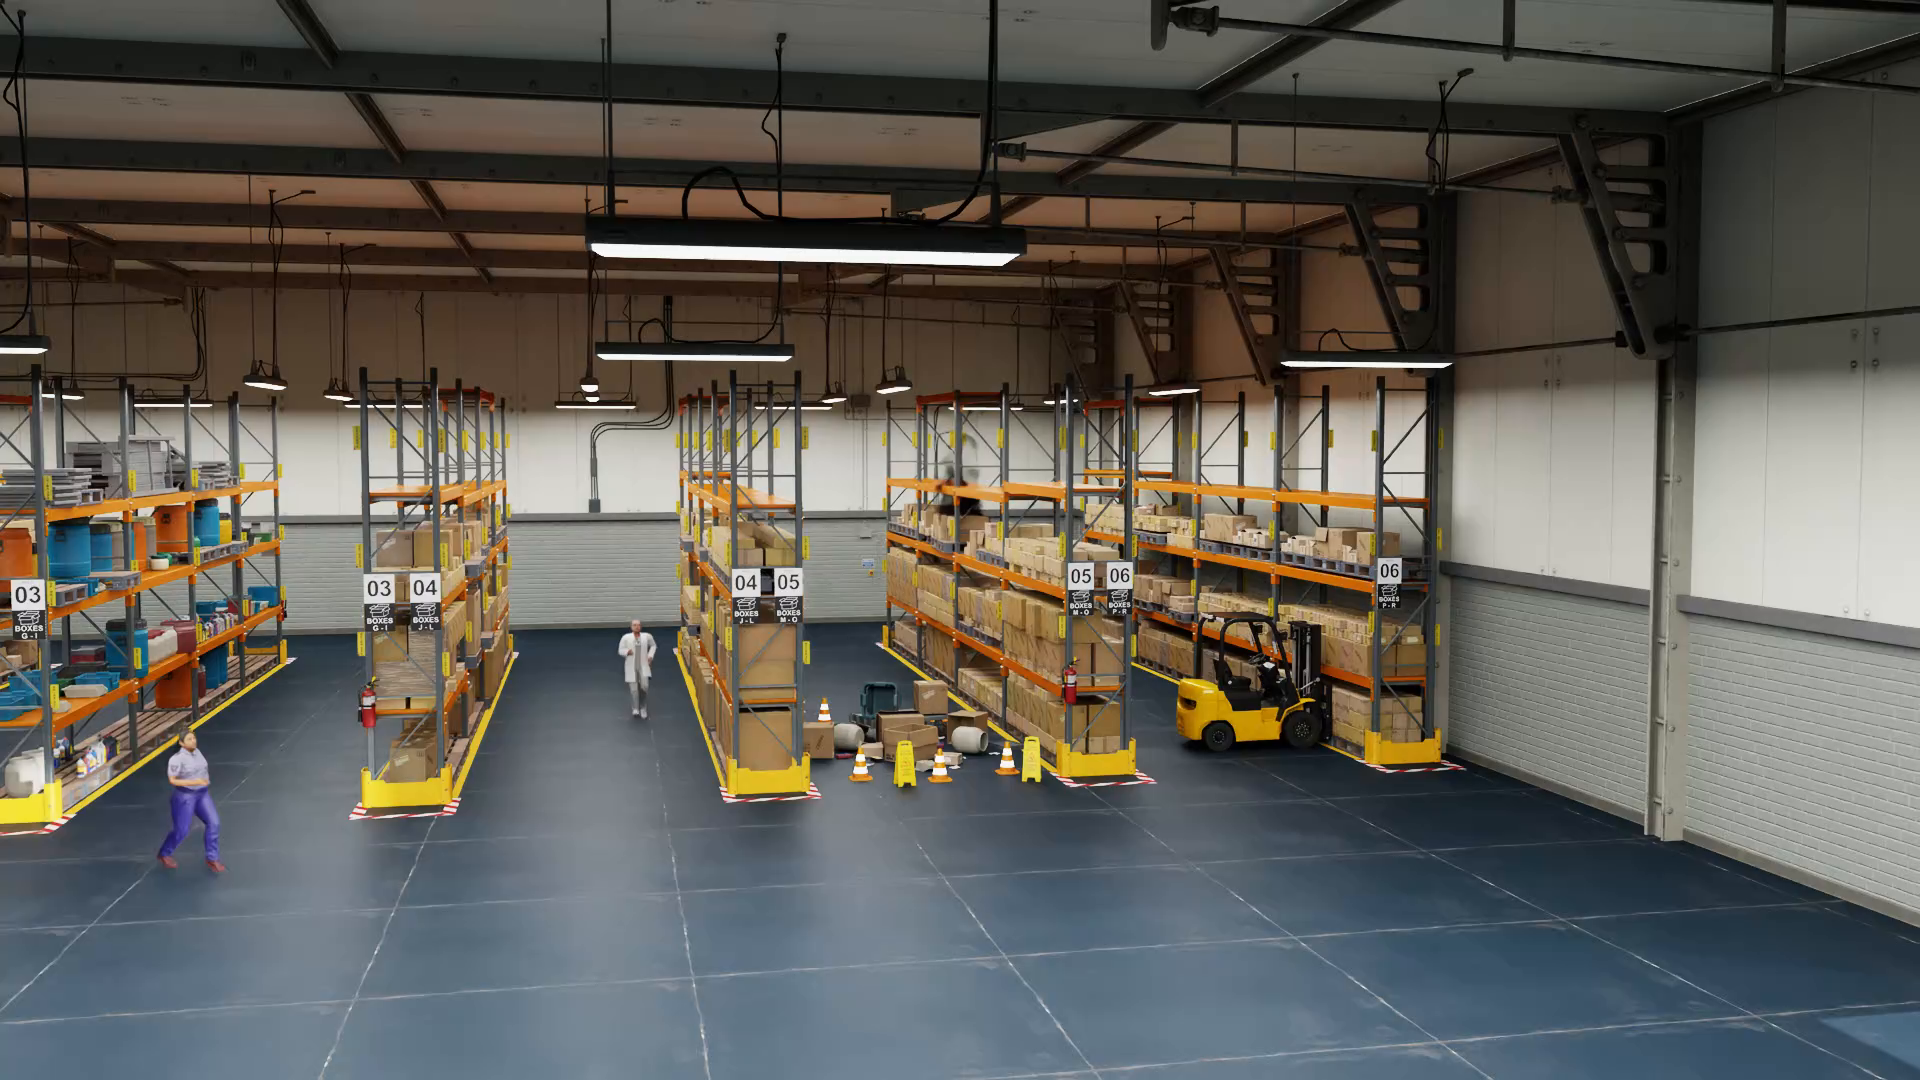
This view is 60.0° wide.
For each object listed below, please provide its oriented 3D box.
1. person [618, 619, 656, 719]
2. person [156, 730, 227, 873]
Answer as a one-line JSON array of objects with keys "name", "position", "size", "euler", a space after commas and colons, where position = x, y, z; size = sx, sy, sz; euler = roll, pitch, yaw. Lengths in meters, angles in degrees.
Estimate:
[{"name": "person", "position": [-5.813, 2.341, 30.016], "size": [0.684, 1.805, 0.734], "euler": [-1, 3, -13]}, {"name": "person", "position": [-8.952, 3.043, 19.319], "size": [0.844, 1.691, 0.607], "euler": [1, 4, 21]}]
